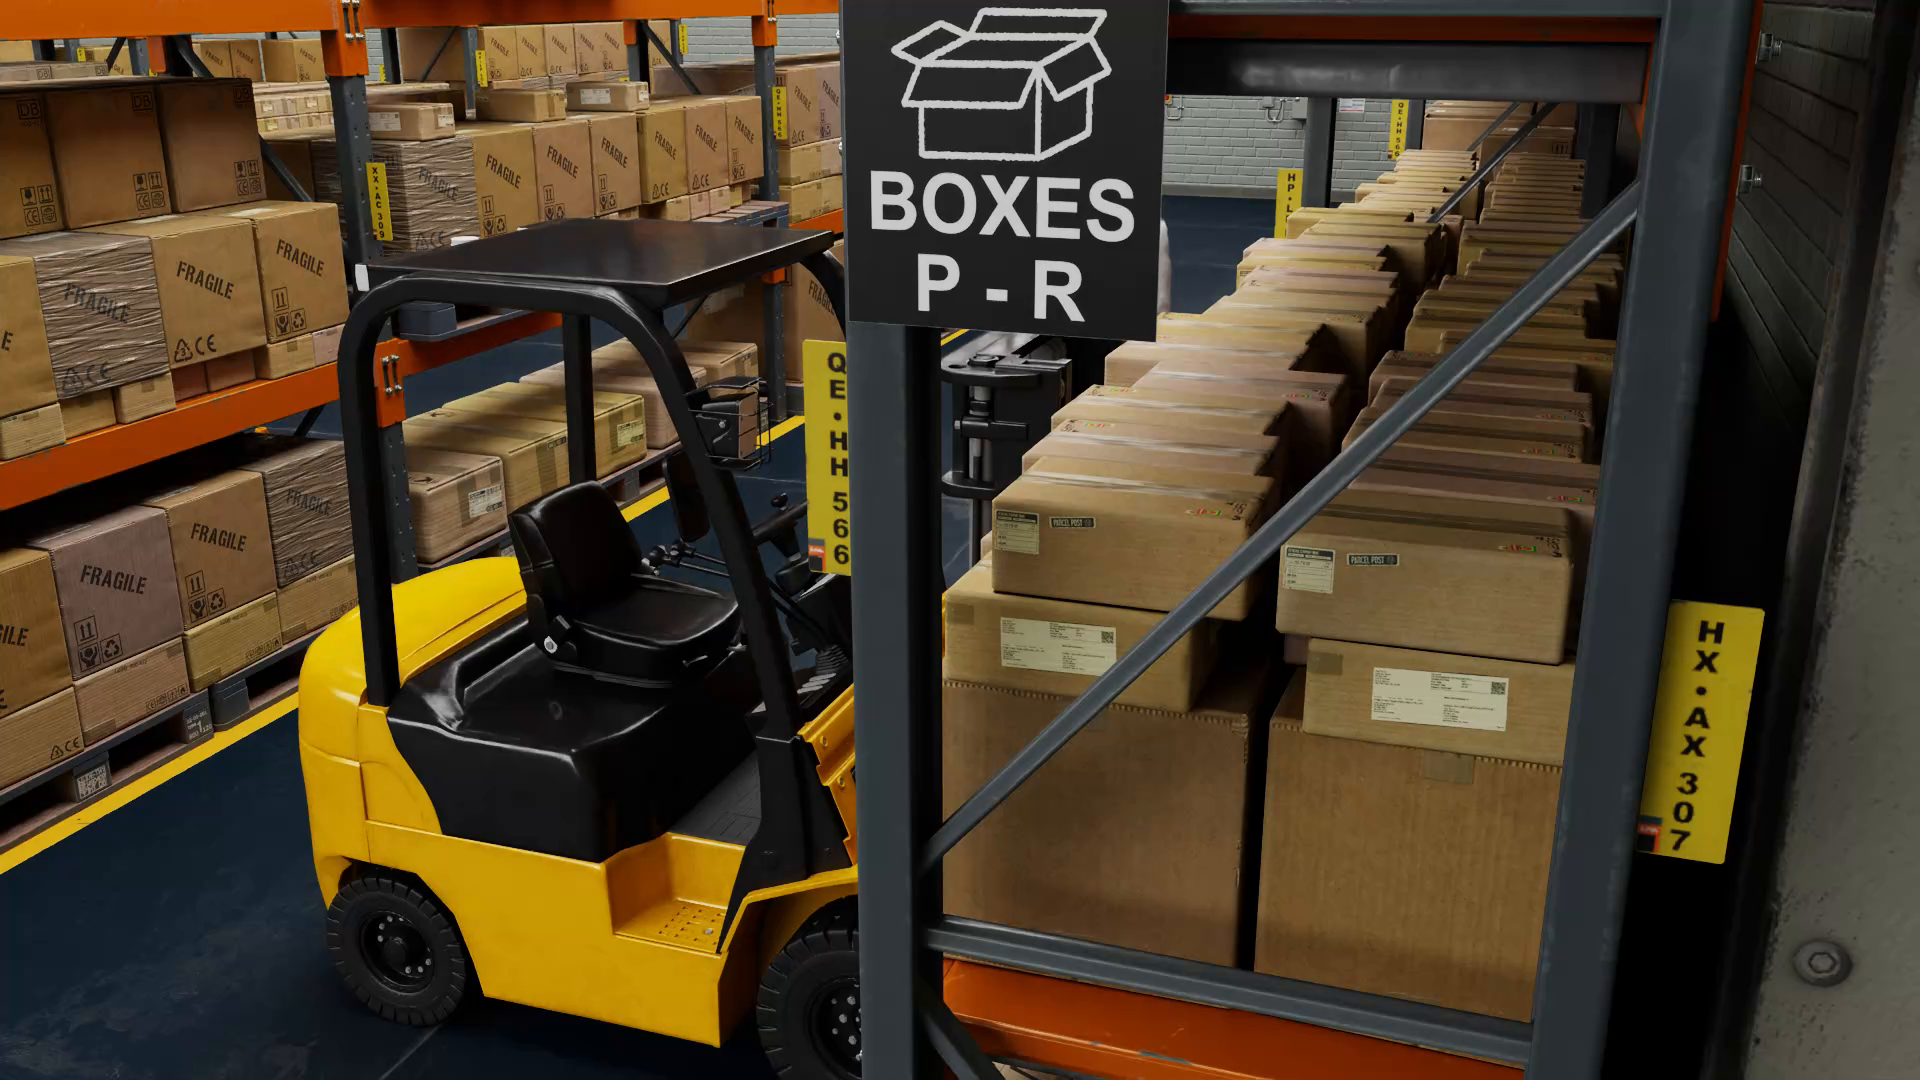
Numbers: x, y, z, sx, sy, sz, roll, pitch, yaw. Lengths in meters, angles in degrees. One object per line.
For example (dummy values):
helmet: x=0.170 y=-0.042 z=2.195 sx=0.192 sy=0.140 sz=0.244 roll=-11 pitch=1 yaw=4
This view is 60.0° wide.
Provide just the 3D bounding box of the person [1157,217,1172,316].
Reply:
person: x=1.020 y=-1.429 z=10.343 sx=0.577 sy=1.756 sz=0.778 roll=4 pitch=19 yaw=11
